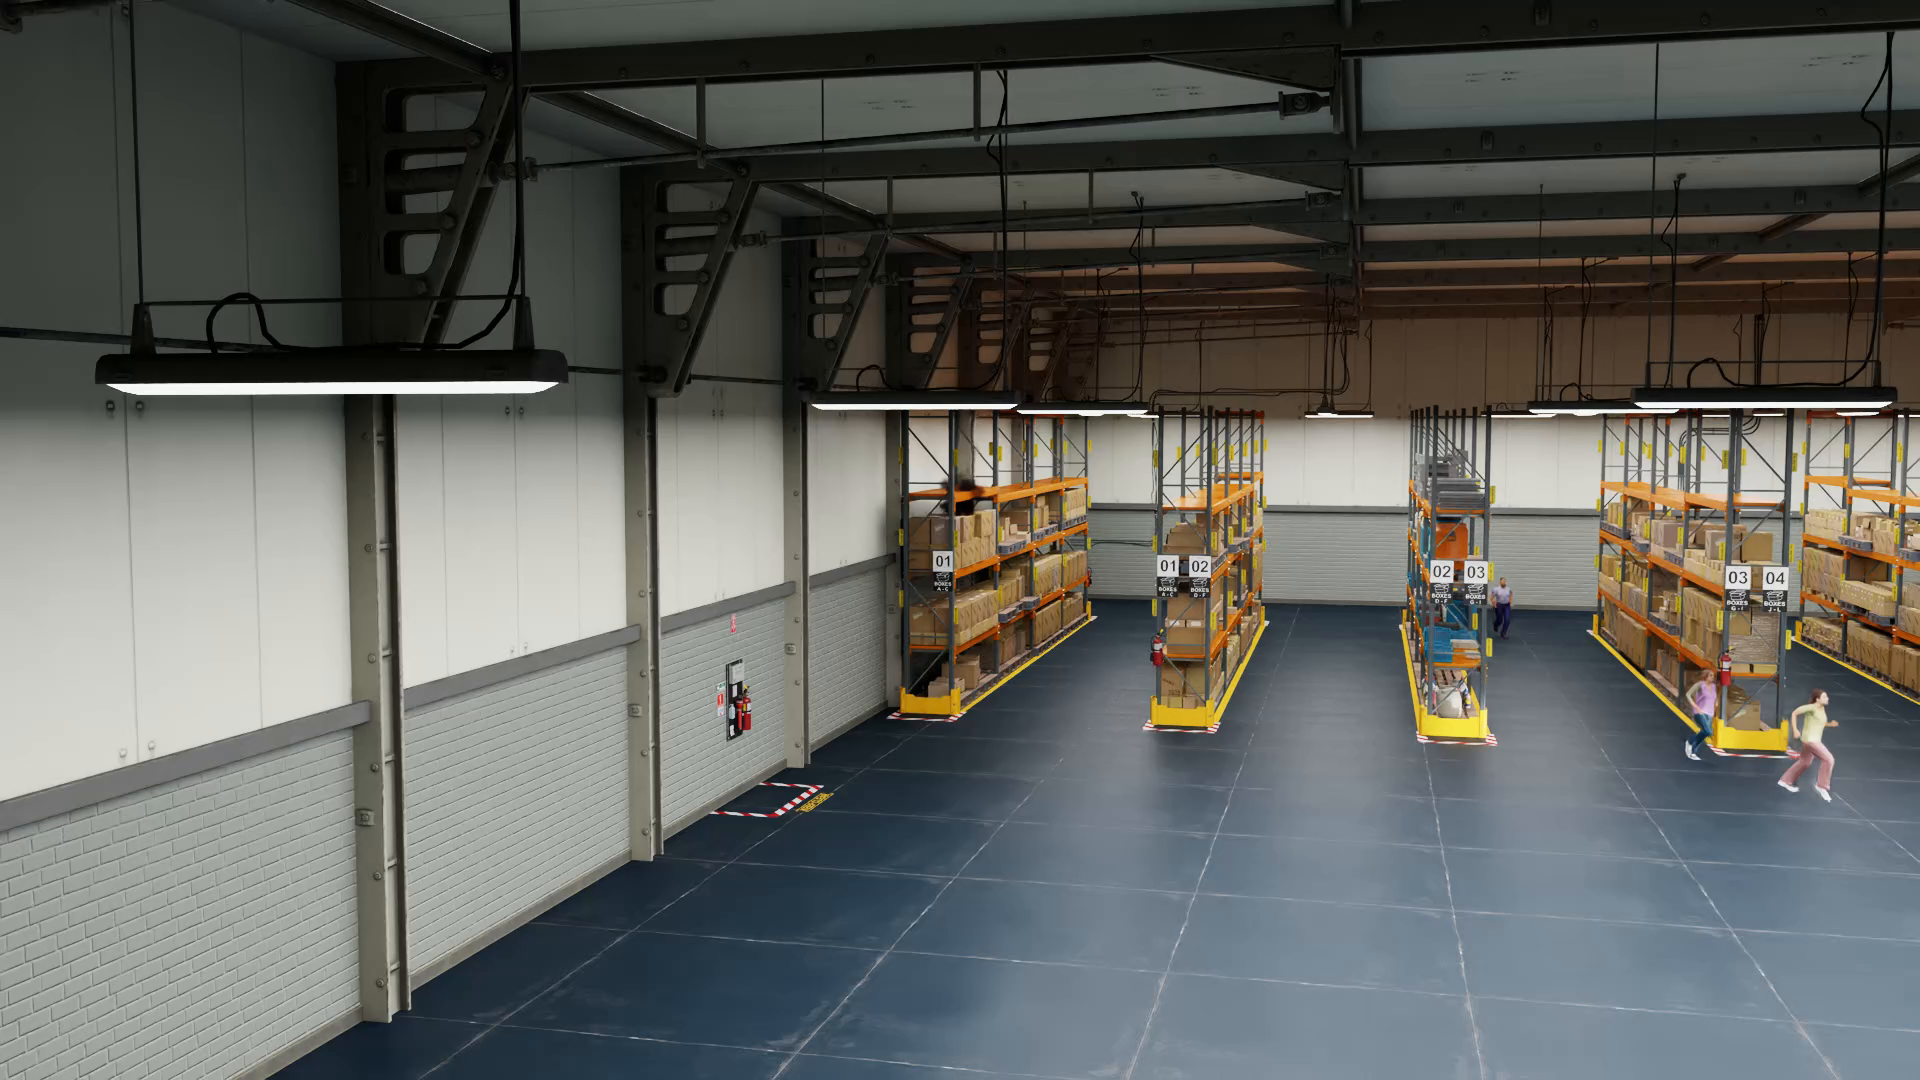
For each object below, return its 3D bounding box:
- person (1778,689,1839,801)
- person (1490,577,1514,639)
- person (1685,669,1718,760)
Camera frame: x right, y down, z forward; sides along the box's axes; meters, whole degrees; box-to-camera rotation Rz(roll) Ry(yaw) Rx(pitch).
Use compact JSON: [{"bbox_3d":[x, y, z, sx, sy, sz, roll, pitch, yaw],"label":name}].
[{"bbox_3d":[12.874,3.084,25.236,0.815,1.690,0.599,4,6,44],"label":"person"},{"bbox_3d":[14.305,1.789,43.885,0.620,1.609,0.579,0,4,1],"label":"person"},{"bbox_3d":[12.602,2.948,28.111,0.569,1.535,0.489,-2,4,-21],"label":"person"}]
